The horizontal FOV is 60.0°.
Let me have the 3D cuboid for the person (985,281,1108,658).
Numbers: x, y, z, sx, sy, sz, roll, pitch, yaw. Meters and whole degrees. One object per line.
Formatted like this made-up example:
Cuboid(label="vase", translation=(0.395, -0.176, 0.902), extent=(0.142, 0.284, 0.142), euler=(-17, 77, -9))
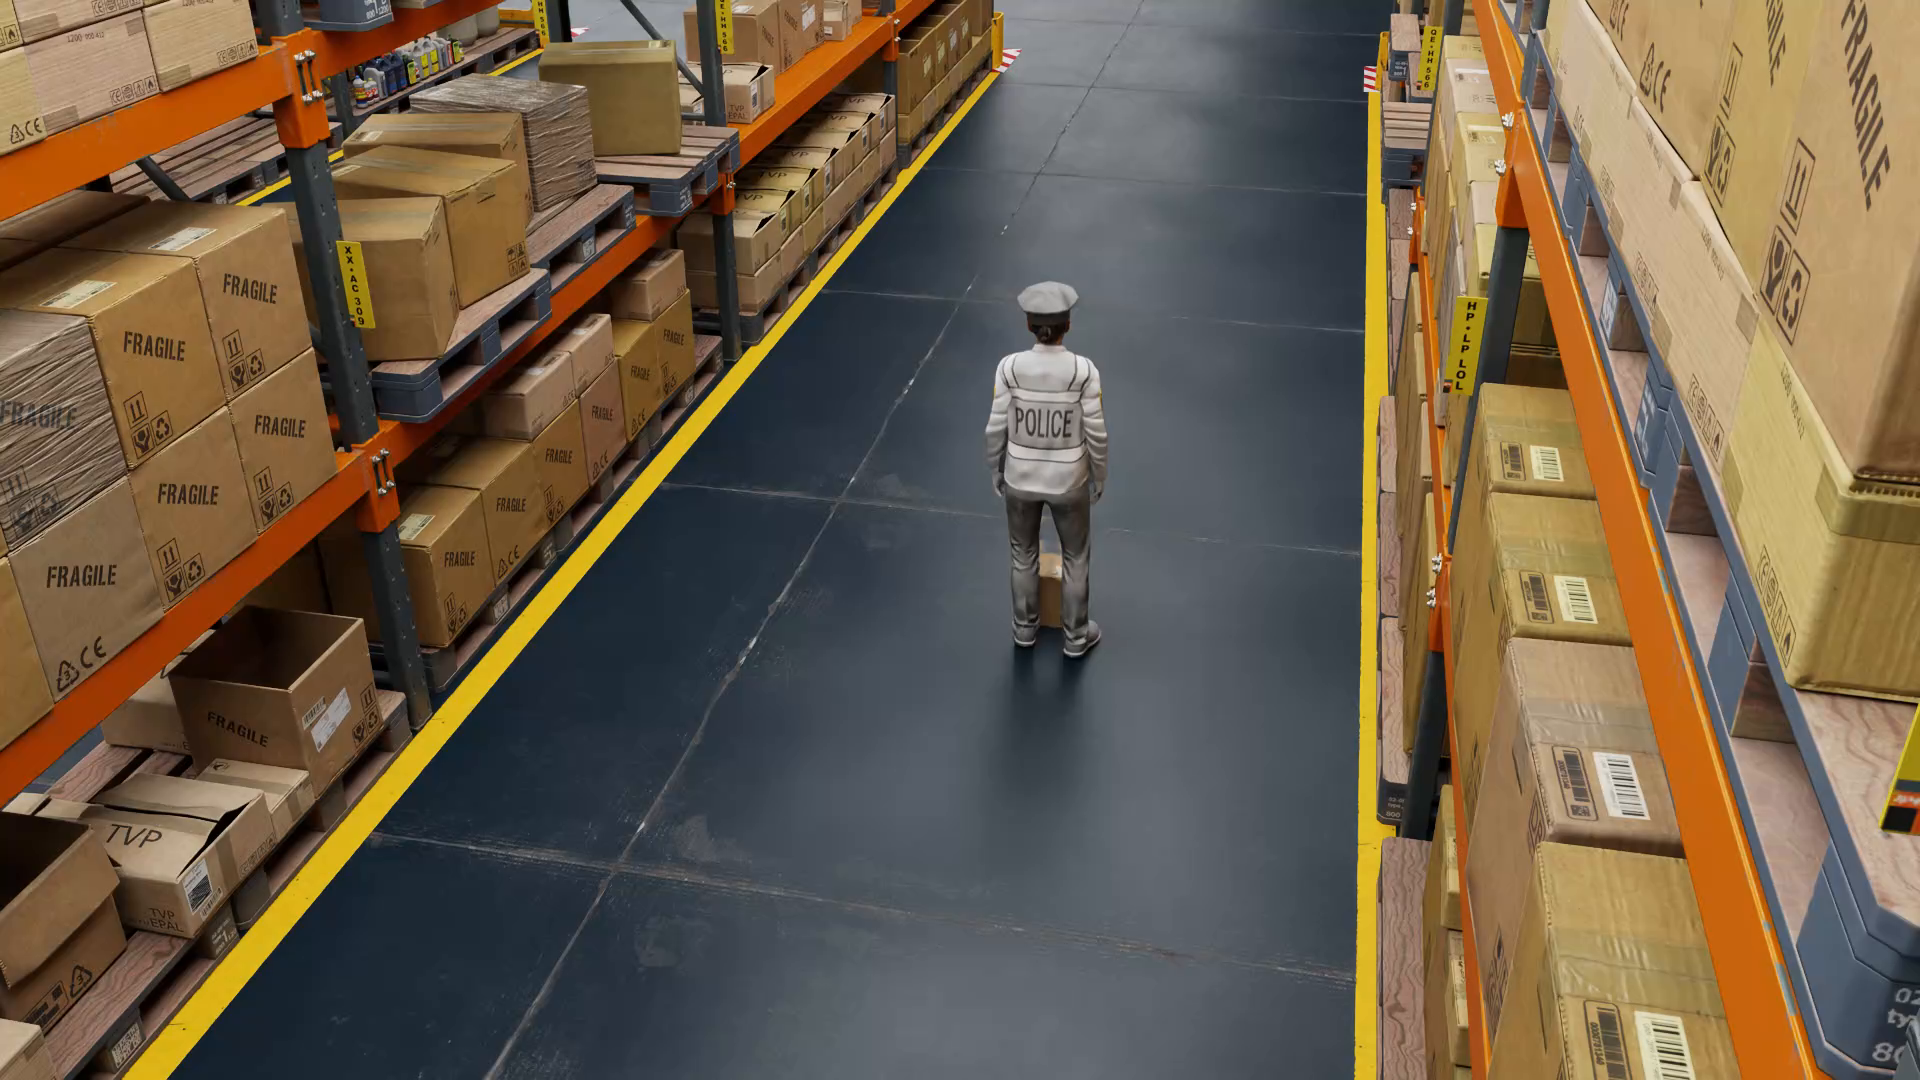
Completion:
Cuboid(label="person", translation=(0.372, -0.268, 7.105), extent=(0.514, 1.664, 0.412), euler=(5, 29, 9))
